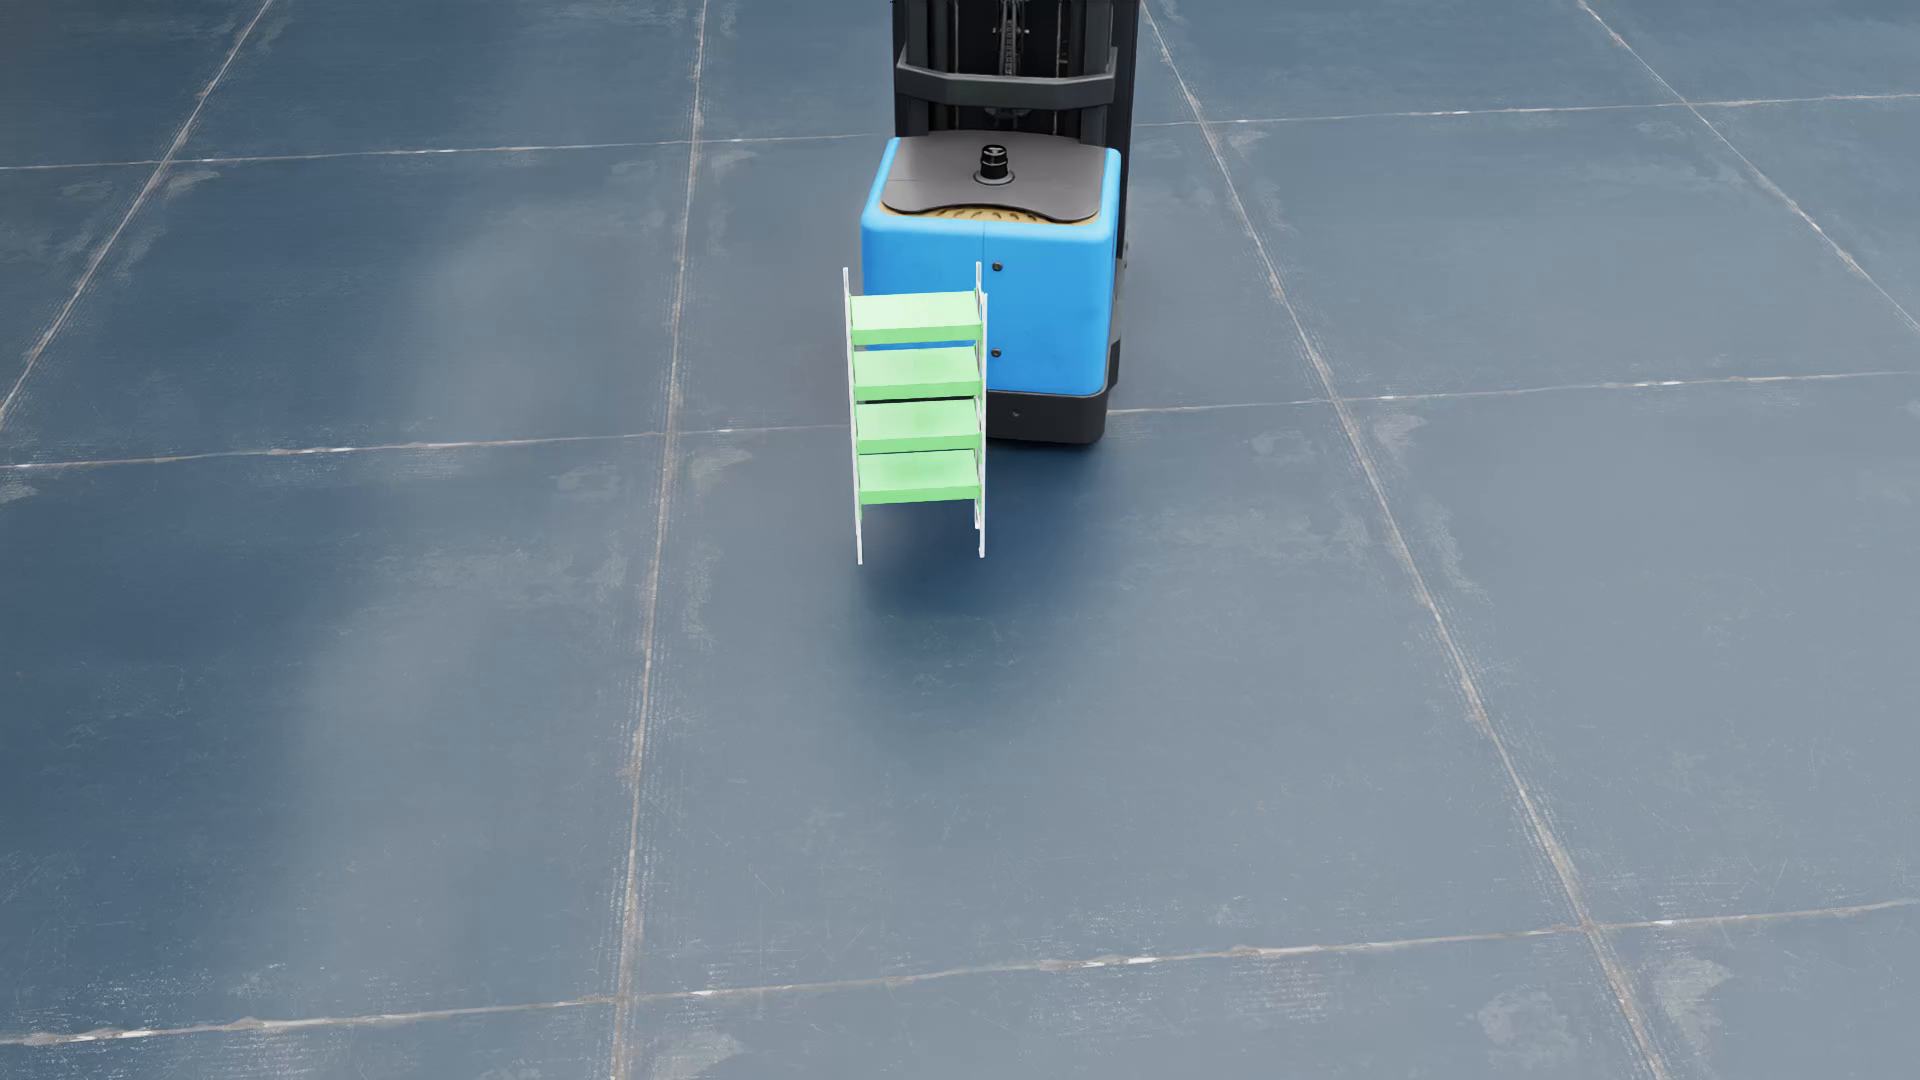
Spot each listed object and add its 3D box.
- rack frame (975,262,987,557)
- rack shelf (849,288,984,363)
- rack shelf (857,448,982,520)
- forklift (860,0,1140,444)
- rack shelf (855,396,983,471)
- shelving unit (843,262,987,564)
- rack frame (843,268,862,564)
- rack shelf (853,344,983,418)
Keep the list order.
[{"bbox_3d":[0.078,-0.475,6.384,0.015,1.200,0.240,-3,38,-4],"label":"rack frame"},{"bbox_3d":[-0.165,-0.789,6.109,0.480,0.148,0.258,-3,38,-4],"label":"rack shelf"},{"bbox_3d":[-0.165,-0.223,6.555,0.480,0.148,0.258,-3,38,-4],"label":"rack shelf"},{"bbox_3d":[0.274,-2.470,7.514,1.130,2.935,3.031,4,38,5],"label":"forklift"},{"bbox_3d":[-0.165,-0.412,6.406,0.480,0.148,0.258,-3,38,-4],"label":"rack shelf"},{"bbox_3d":[-0.165,-0.462,6.367,0.503,1.200,0.258,-3,38,-4],"label":"shelving unit"},{"bbox_3d":[-0.408,-0.449,6.350,0.015,1.200,0.240,-3,38,-4],"label":"rack frame"},{"bbox_3d":[-0.165,-0.600,6.258,0.480,0.148,0.258,-3,38,-4],"label":"rack shelf"}]
